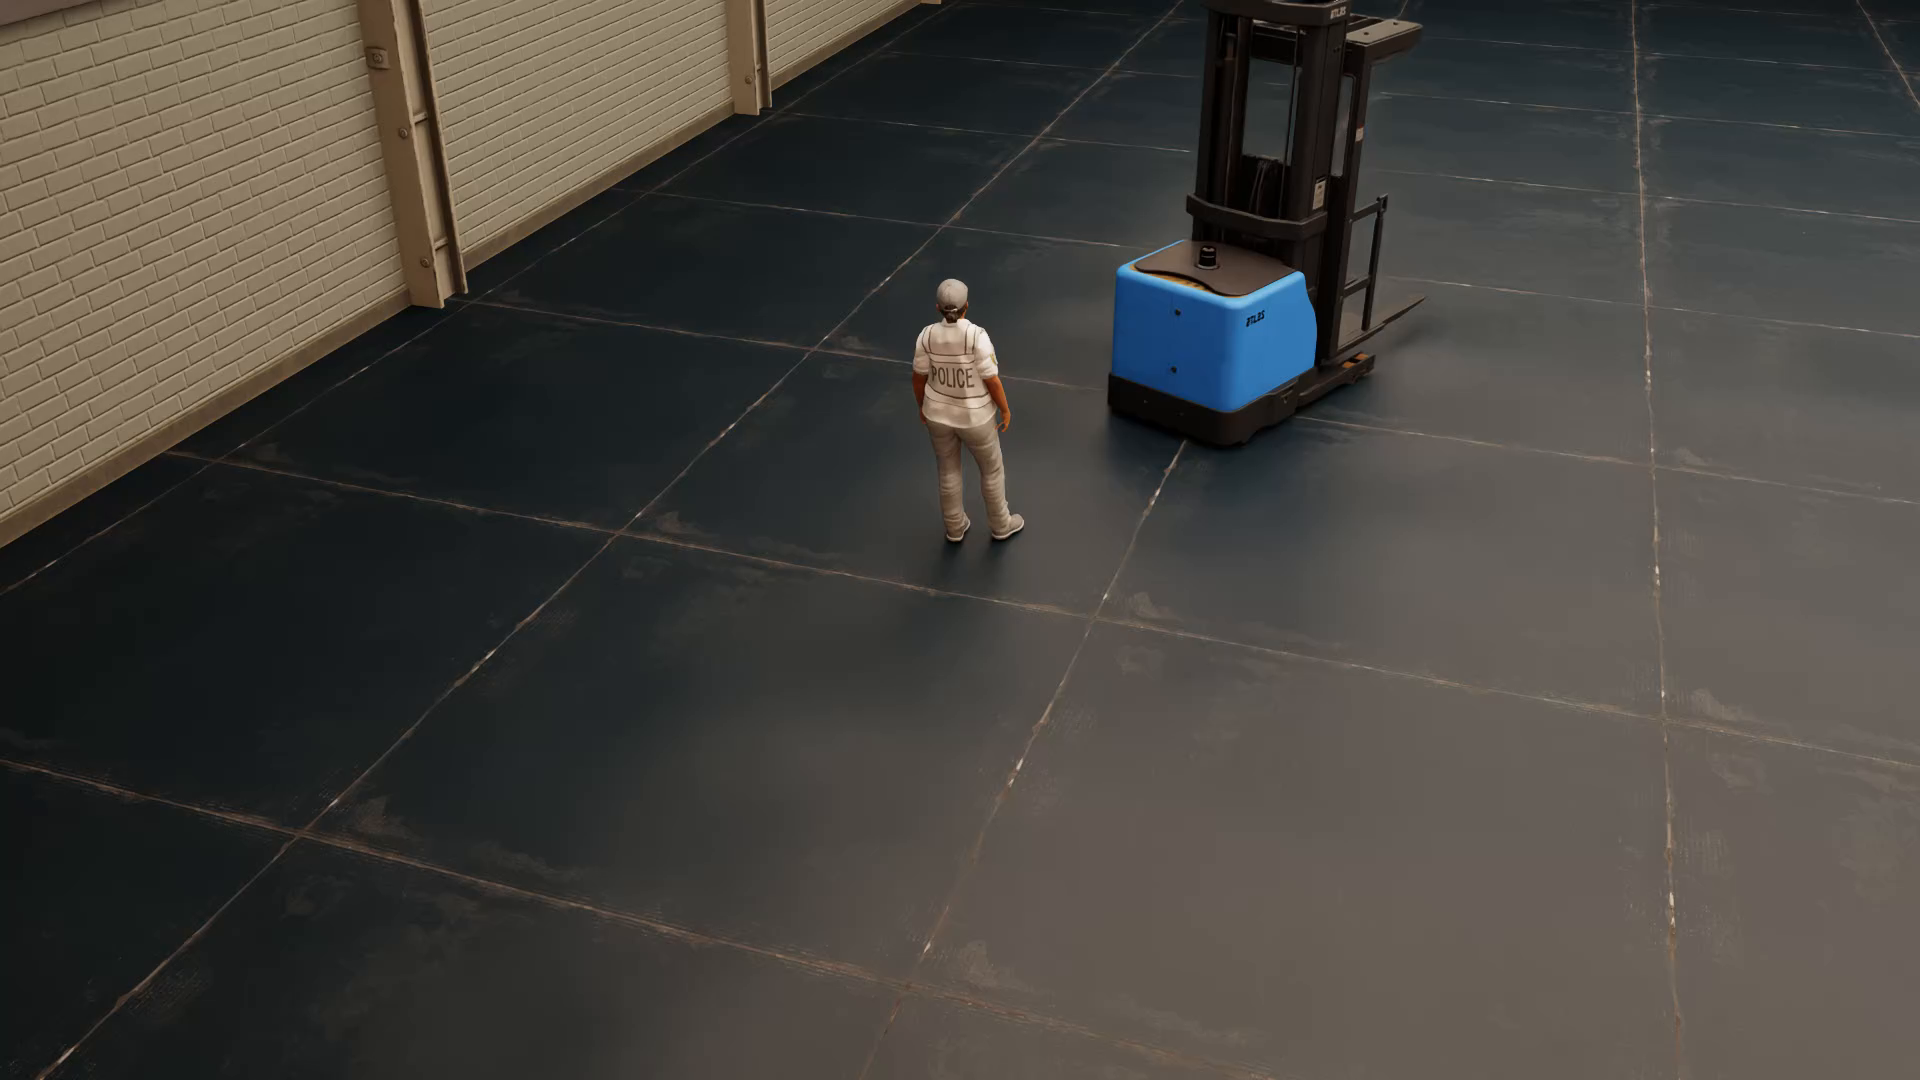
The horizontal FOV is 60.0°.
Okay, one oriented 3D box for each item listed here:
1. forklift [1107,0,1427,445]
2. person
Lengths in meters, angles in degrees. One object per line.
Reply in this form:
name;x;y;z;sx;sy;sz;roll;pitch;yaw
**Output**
forklift;2.391;-2.550;11.609;1.130;2.935;3.031;24;38;36
person;0.047;-0.762;9.736;0.598;1.670;0.529;10;31;16
